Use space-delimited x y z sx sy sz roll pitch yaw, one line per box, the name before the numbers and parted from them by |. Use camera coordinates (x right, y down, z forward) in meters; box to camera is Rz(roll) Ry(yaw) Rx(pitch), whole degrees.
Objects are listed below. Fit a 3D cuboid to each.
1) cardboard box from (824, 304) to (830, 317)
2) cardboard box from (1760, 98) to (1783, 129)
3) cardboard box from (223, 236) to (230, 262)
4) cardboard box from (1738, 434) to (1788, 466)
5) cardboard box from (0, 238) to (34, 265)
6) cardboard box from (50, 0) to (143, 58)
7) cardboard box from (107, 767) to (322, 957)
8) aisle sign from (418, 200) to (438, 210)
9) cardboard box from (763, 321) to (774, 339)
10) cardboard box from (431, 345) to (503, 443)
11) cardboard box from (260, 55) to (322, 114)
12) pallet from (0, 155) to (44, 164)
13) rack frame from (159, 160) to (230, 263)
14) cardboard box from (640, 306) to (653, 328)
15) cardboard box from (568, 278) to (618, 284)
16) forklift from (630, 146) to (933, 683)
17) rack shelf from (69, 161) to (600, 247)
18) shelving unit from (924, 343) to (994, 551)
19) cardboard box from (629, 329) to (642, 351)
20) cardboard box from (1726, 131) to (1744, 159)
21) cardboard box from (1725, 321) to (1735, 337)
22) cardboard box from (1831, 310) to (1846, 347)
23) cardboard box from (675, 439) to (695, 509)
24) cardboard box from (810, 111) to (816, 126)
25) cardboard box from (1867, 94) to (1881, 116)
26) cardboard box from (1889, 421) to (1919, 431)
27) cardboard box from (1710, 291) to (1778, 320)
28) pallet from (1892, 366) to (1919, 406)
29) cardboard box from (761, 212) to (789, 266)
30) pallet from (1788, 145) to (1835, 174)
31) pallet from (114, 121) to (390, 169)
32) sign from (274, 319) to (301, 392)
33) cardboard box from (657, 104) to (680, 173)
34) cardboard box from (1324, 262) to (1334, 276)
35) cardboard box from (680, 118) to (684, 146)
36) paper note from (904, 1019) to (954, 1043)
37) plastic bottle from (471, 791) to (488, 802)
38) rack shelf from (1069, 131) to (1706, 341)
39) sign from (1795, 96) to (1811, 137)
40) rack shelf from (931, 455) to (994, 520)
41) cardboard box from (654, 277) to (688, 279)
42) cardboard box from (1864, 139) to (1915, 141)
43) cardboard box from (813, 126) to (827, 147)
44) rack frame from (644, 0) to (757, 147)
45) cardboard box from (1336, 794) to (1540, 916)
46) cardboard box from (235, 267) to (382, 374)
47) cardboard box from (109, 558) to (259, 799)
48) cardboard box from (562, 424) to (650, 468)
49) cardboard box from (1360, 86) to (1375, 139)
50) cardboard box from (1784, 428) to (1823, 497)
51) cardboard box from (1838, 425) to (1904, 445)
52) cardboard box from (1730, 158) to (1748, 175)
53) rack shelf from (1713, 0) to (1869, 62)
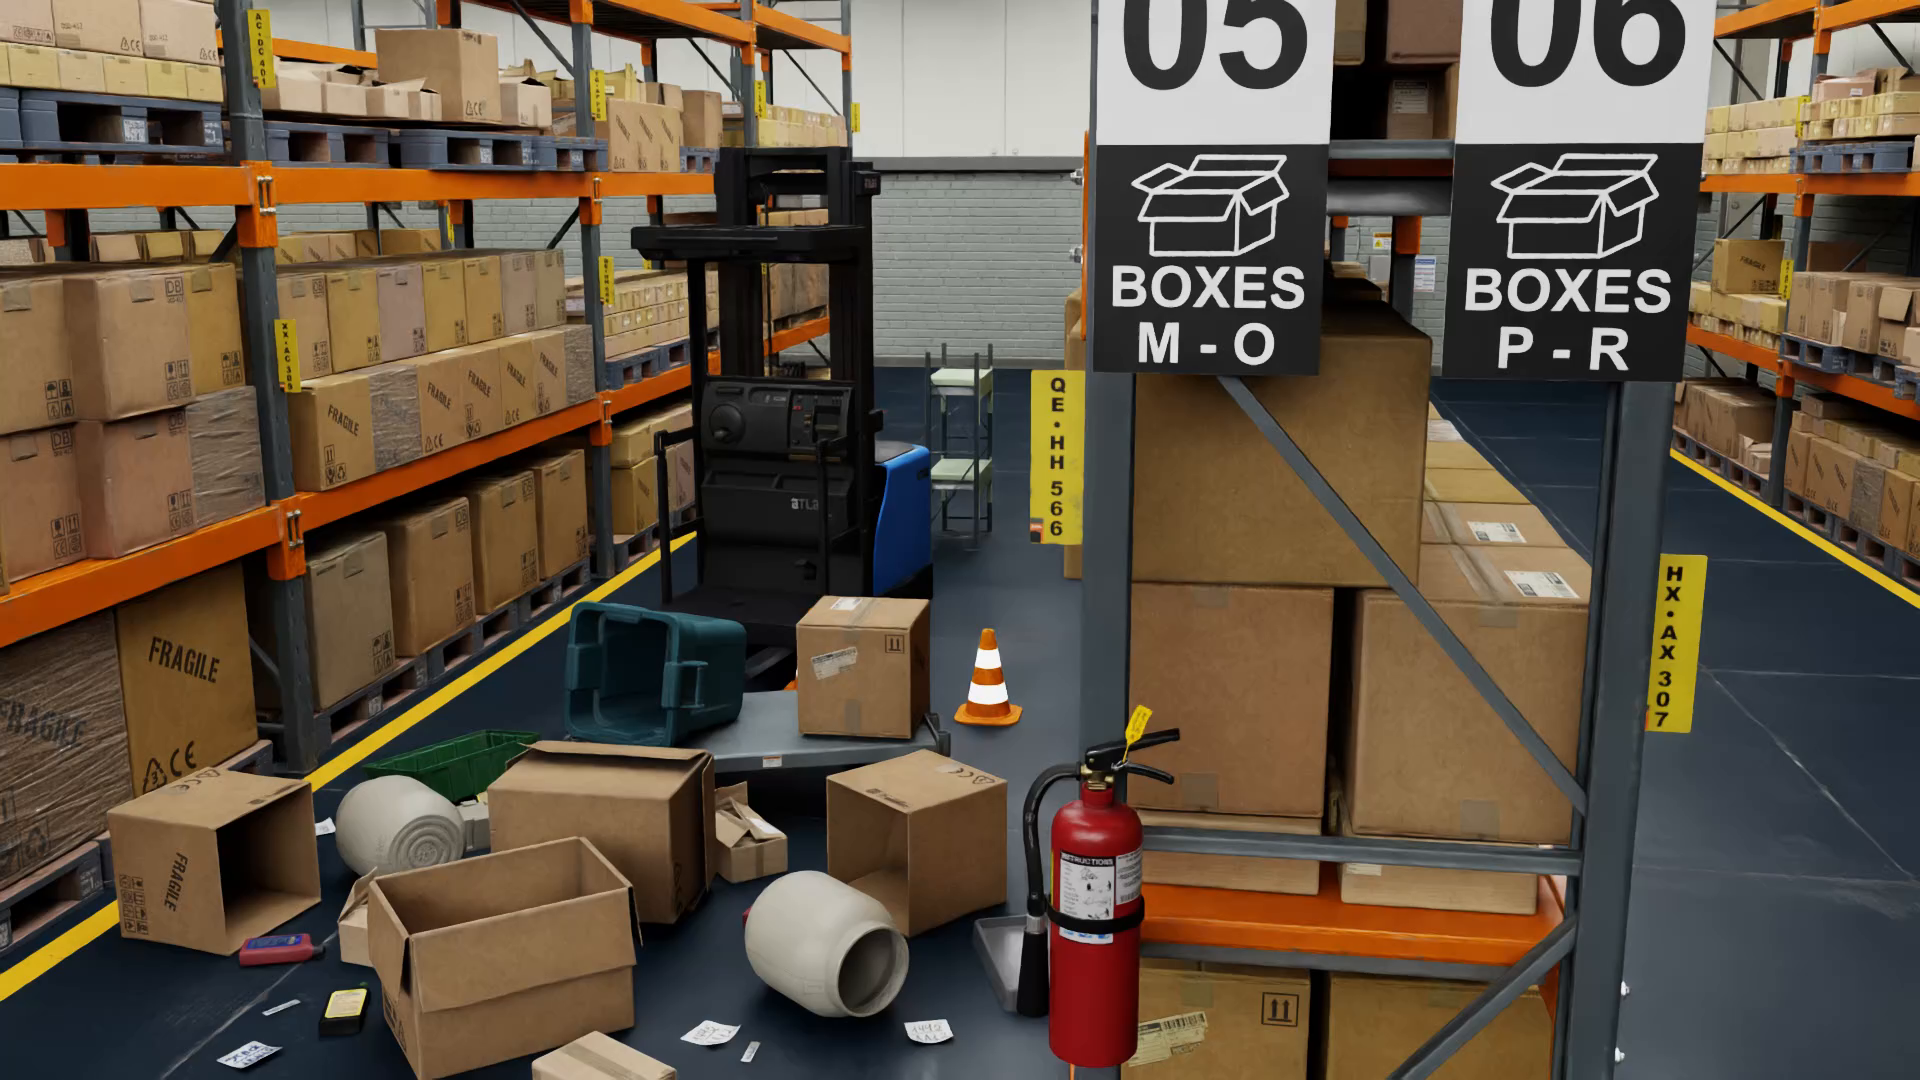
cardboard box | -1.606 -2.522 18.174 0.380 0.149 0.250 2 12 10
cardboard box | 7.386 -3.749 14.612 0.500 0.250 0.500 2 12 8
cardboard box | -7.414 -2.771 16.603 0.500 0.500 0.500 2 12 10
cardboard box | 7.327 -0.816 15.152 0.396 0.266 0.258 2 12 11
cardboard box | -7.707 -2.087 12.937 0.797 0.503 0.637 2 12 11
cardboard box | -3.465 -1.958 6.254 0.500 0.250 0.500 2 12 8
cardboard box | -2.790 1.196 6.252 0.500 0.500 0.500 4 13 18
aisle sign | -6.298 -4.337 19.828 0.394 0.787 0.004 2 12 9
cardboard box | -1.968 -1.972 15.621 0.380 0.149 0.250 2 12 11
cardboard box | -2.984 -0.846 9.560 0.500 0.500 0.500 2 12 10
cardboard box | -3.226 -2.154 7.832 0.258 0.266 0.396 2 12 8
pallet | -7.789 -2.906 12.684 1.213 0.211 1.003 2 12 11
rack frame | -7.220 -2.228 16.214 1.000 3.000 0.127 2 12 9
cardboard box | -2.562 -1.701 12.658 0.380 0.149 0.250 2 12 9
cardboard box | -3.048 -2.084 13.729 0.380 0.149 0.250 2 12 11
forklift | -1.135 -0.735 9.444 1.130 2.935 3.031 4 13 18
rack shelf | -3.258 -1.912 9.334 1.077 0.370 4.000 2 12 9
shelving unit | -0.001 -0.732 12.829 0.431 1.500 0.755 2 12 9
cardboard box | -2.600 -1.495 12.410 0.380 0.149 0.250 3 12 11
cardboard box | 7.548 -3.714 15.636 0.500 0.250 0.500 2 12 8
cardboard box | 7.531 -2.020 15.841 0.380 0.149 0.250 2 12 9
cardboard box | 6.884 -1.610 12.667 0.396 0.266 0.258 2 12 11
cardboard box | -2.441 -0.548 13.353 0.500 0.500 0.500 2 12 7
cardboard box | -1.709 -4.367 17.241 0.380 0.149 0.250 2 12 10
cardboard box | 6.867 -3.172 12.128 0.380 0.149 0.250 2 12 9
cardboard box | 7.641 -0.856 13.242 0.380 0.149 0.250 2 12 9
cardboard box | 7.546 -2.249 15.957 0.500 0.250 0.500 2 12 7
pallet | 6.897 -0.964 10.803 1.213 0.211 1.003 2 12 9
cardboard box | -1.960 -2.924 16.125 0.500 0.500 0.500 2 12 7
pallet | 7.307 -2.988 13.065 1.213 0.211 1.003 2 12 9
pallet | -3.473 -1.947 8.240 0.805 0.209 1.217 1 12 6
sign | -3.017 -0.826 7.461 0.100 0.325 0.005 2 12 9
cardboard box | -2.458 -3.048 12.659 0.500 0.500 0.500 2 12 9
cardboard box | 0.959 -0.735 5.967 0.700 0.500 0.500 2 12 9
cardboard box | -2.678 -3.498 14.201 0.500 0.311 0.500 2 12 8
paper note | -0.101 1.608 5.461 0.142 0.019 0.148 -2 12 -11
plastic bottle | -2.117 1.162 7.459 0.133 0.061 0.283 -5 13 -21
rack shelf | 1.034 -0.940 4.824 1.077 0.370 4.000 2 12 9
sign | 6.940 -3.482 13.685 0.100 0.325 0.005 2 12 9
rack shelf | -0.001 -0.413 12.898 0.431 0.370 0.720 2 12 9
cardboard box | -2.367 -2.115 13.873 0.380 0.149 0.250 1 12 7
cardboard box | 7.499 -3.280 13.334 0.380 0.149 0.250 2 12 8
cardboard box | -1.698 -4.200 17.409 0.500 0.250 0.500 2 12 9
rack frame | -2.335 -4.979 14.738 1.000 3.000 0.127 2 12 9
cardboard box | 0.983 0.649 3.456 0.380 0.149 0.250 2 12 9
cardboard box | -3.418 -1.130 8.505 0.700 0.500 0.500 2 12 8
cardboard box | -3.731 0.581 7.225 0.875 0.875 0.875 2 12 10
cardboard box | -2.605 -0.700 12.276 0.500 0.250 0.500 1 12 6
cardboard box | 1.138 -0.975 3.875 0.380 0.149 0.250 2 12 8
cardboard box | 7.180 -0.637 13.767 0.500 0.500 0.500 2 12 11
cardboard box | 7.136 -0.810 13.030 0.380 0.149 0.250 2 12 8
cardboard box | 7.448 -3.497 15.575 0.380 0.149 0.250 2 12 10
rack shelf | 7.784 -4.743 15.357 1.077 0.370 4.000 2 12 9
